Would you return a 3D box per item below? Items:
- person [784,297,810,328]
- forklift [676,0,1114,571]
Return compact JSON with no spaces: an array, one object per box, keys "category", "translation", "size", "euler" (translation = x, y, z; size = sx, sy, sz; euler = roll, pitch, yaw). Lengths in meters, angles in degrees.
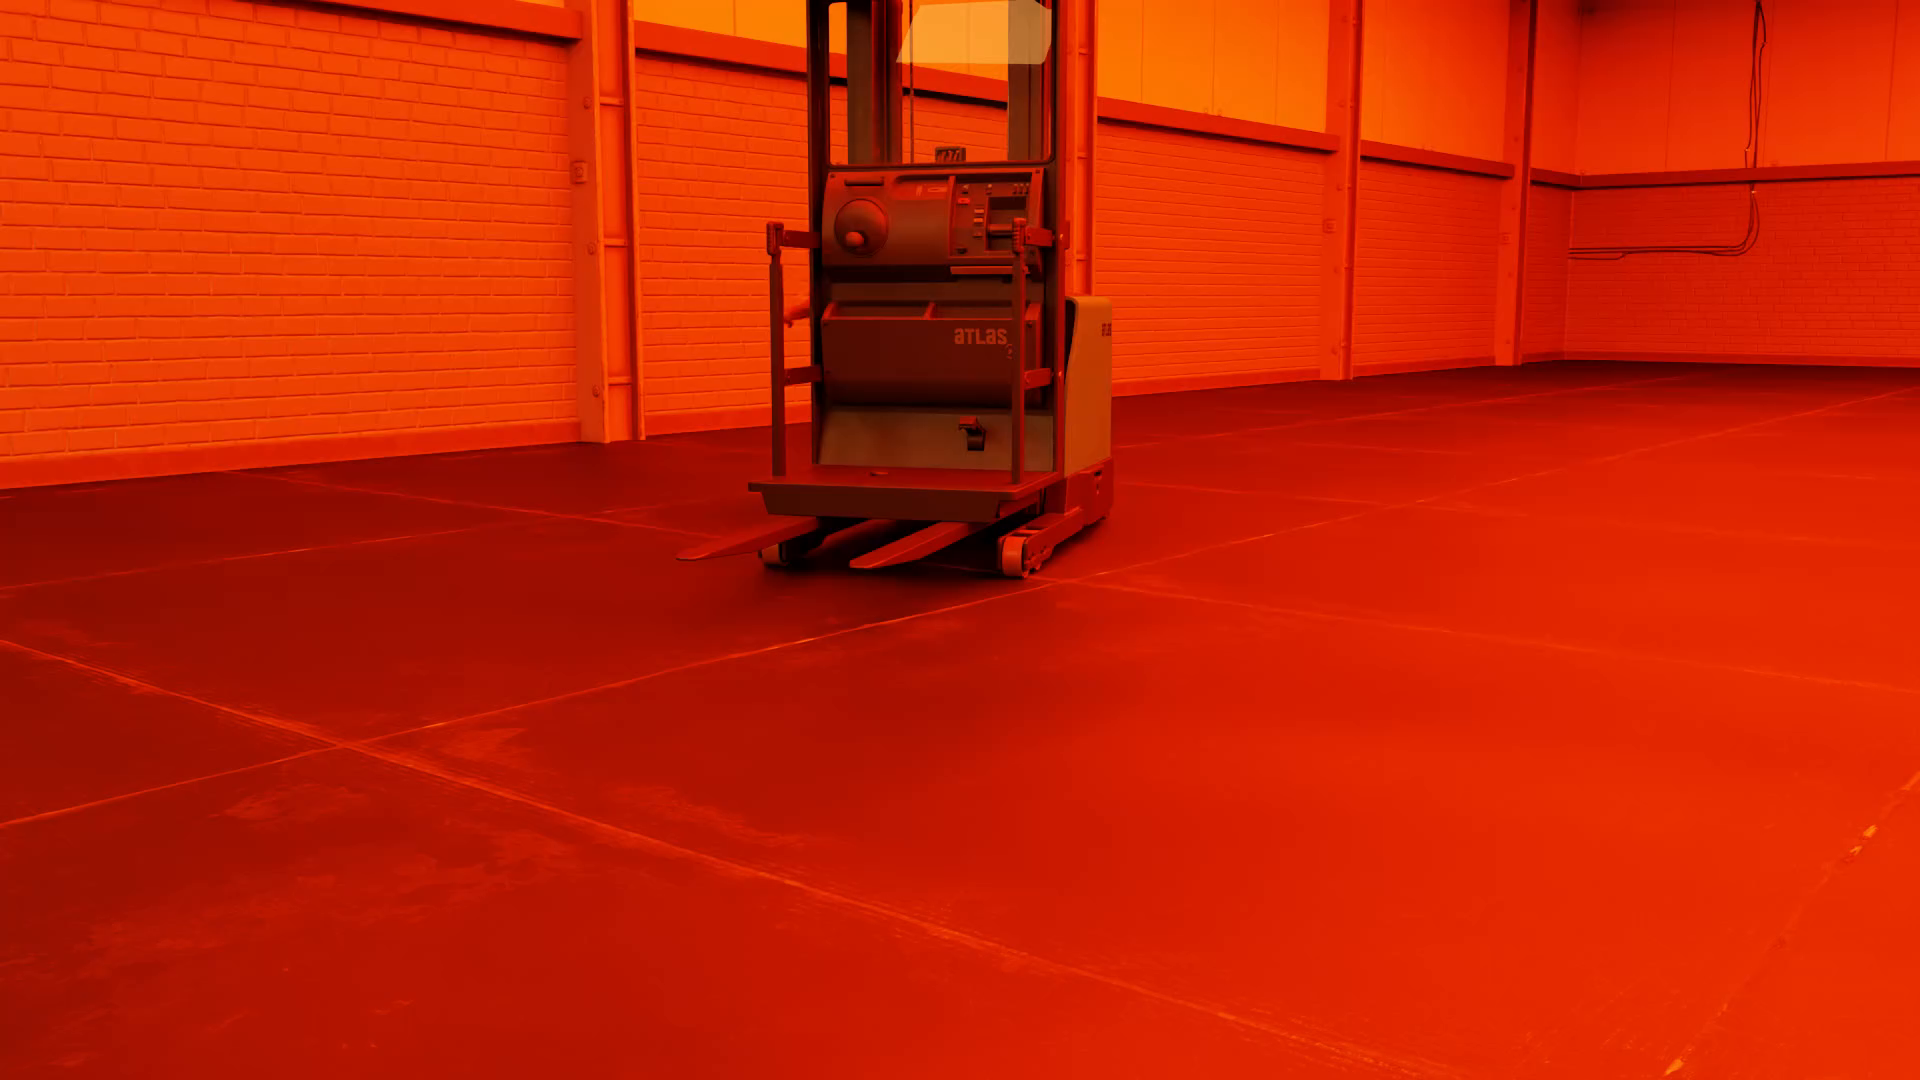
[{"category":"person","translation":[-0.402,-0.926,8.906],"size":[0.920,1.459,1.029],"euler":[-6,10,-36]},{"category":"forklift","translation":[-0.176,-1.366,6.616],"size":[1.130,2.935,3.031],"euler":[3,9,17]}]
